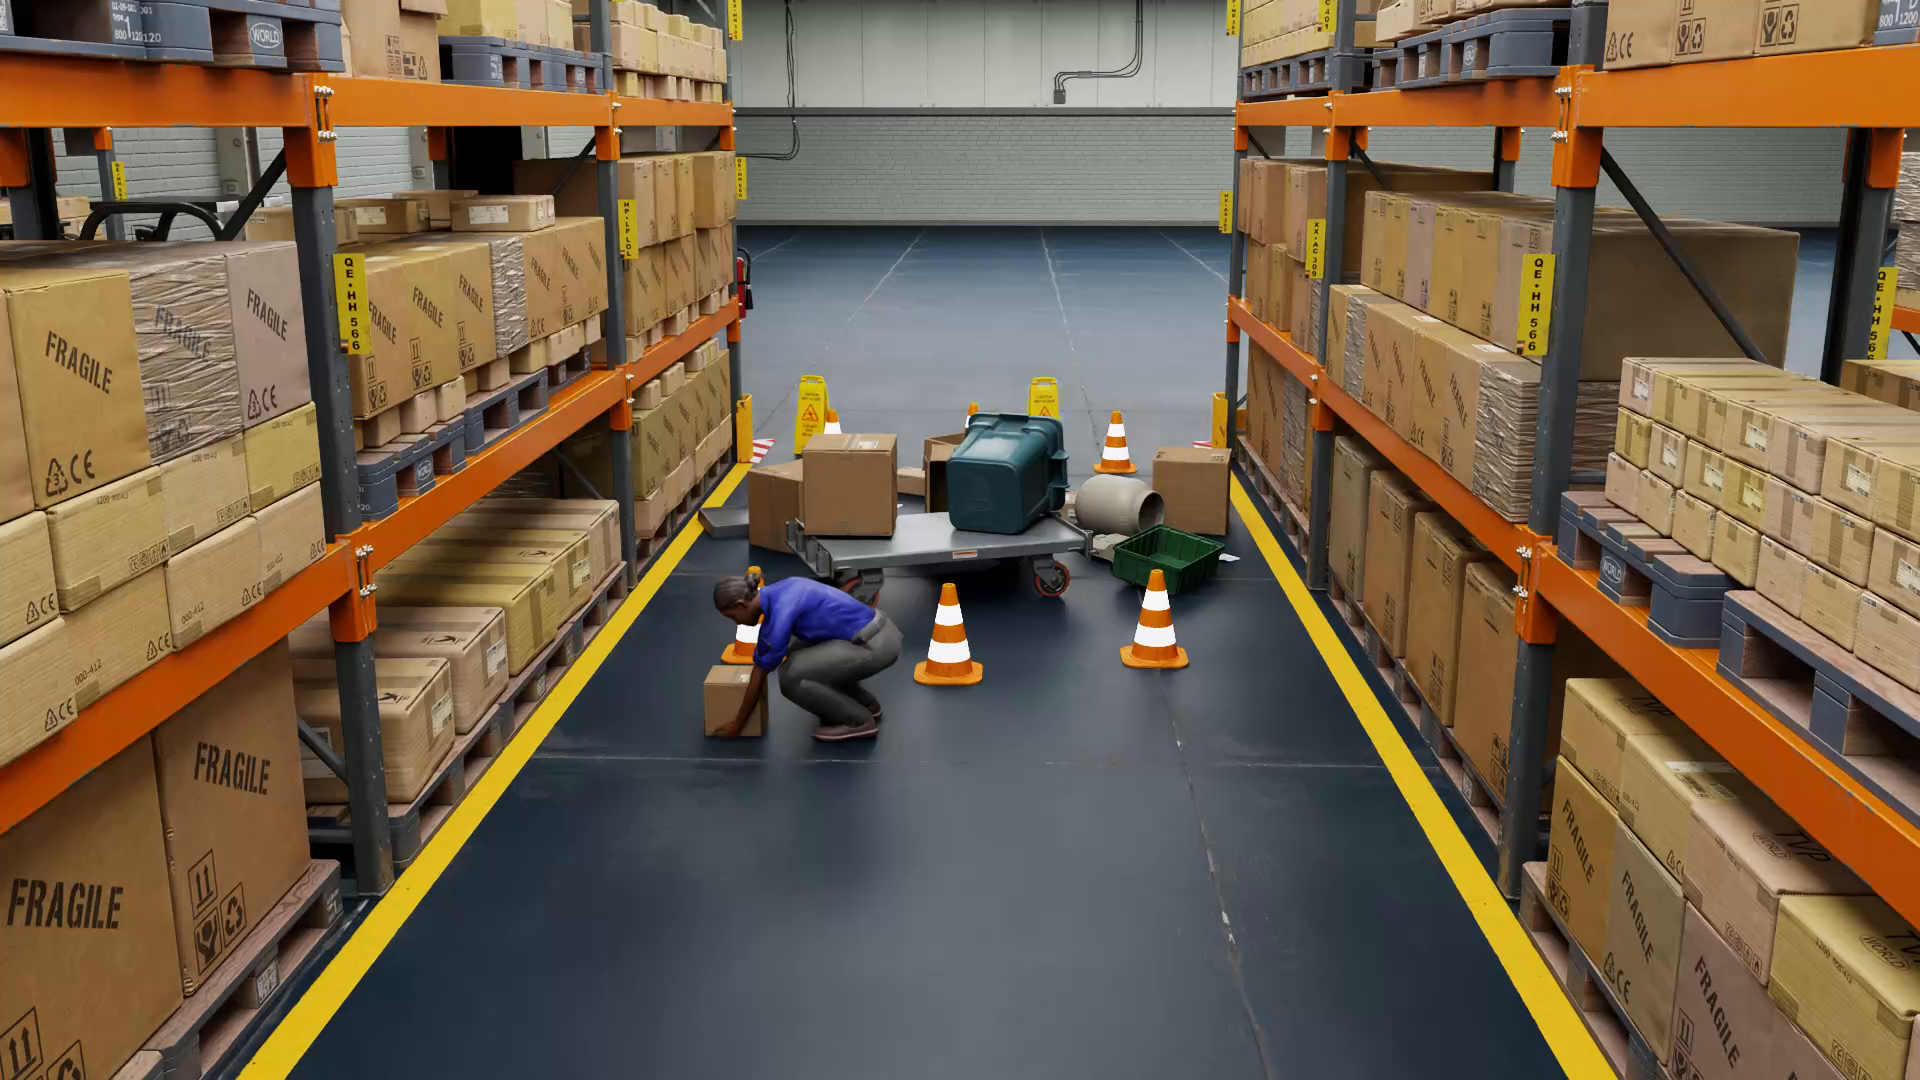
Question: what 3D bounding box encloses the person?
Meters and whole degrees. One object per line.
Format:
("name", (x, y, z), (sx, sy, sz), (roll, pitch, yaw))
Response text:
("person", (-0.678, 0.523, 7.441), (0.846, 0.798, 0.473), (0, 14, 1))
